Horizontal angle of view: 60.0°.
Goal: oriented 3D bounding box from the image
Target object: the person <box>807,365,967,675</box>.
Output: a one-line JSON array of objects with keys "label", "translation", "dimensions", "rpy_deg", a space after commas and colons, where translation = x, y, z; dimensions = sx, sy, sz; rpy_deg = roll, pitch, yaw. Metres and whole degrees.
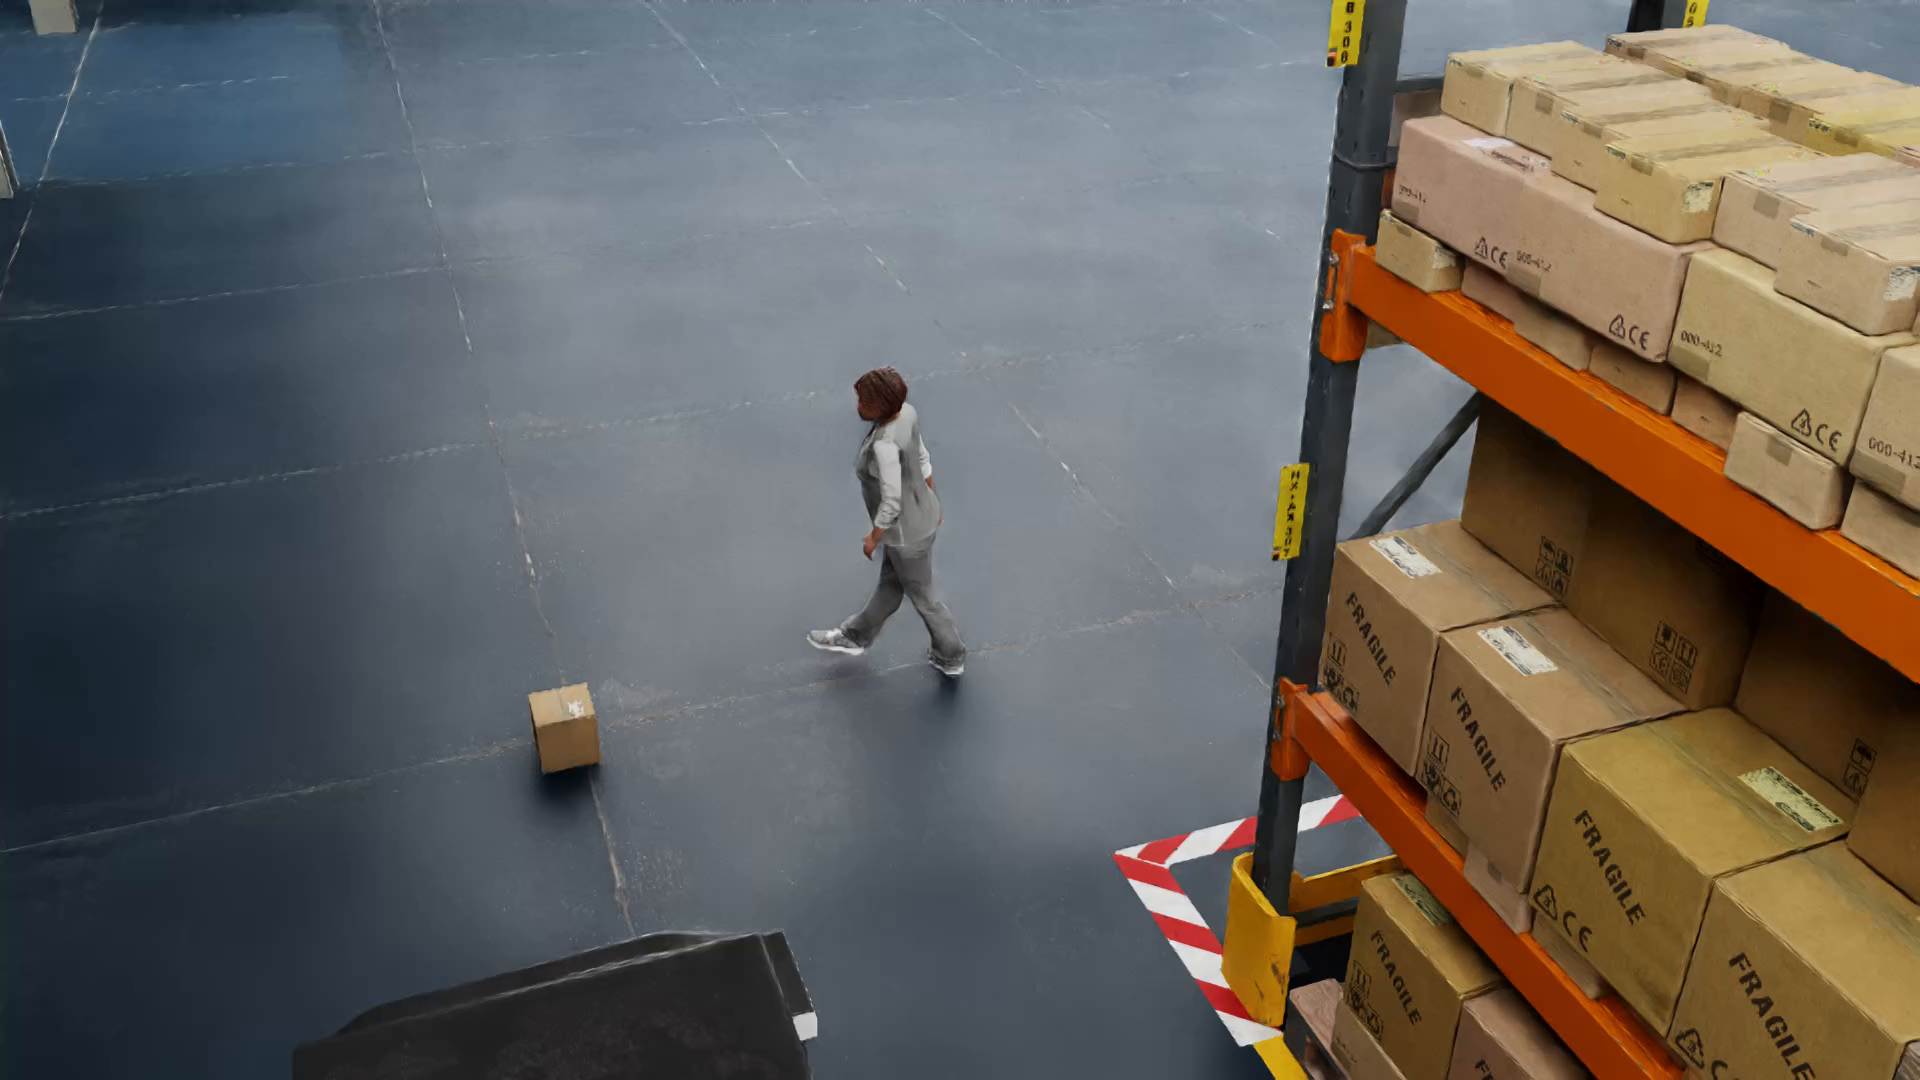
[{"label": "person", "translation": [-0.347, -0.058, 7.253], "dimensions": [0.752, 1.577, 0.460], "rpy_deg": [4, 30, 7]}]
